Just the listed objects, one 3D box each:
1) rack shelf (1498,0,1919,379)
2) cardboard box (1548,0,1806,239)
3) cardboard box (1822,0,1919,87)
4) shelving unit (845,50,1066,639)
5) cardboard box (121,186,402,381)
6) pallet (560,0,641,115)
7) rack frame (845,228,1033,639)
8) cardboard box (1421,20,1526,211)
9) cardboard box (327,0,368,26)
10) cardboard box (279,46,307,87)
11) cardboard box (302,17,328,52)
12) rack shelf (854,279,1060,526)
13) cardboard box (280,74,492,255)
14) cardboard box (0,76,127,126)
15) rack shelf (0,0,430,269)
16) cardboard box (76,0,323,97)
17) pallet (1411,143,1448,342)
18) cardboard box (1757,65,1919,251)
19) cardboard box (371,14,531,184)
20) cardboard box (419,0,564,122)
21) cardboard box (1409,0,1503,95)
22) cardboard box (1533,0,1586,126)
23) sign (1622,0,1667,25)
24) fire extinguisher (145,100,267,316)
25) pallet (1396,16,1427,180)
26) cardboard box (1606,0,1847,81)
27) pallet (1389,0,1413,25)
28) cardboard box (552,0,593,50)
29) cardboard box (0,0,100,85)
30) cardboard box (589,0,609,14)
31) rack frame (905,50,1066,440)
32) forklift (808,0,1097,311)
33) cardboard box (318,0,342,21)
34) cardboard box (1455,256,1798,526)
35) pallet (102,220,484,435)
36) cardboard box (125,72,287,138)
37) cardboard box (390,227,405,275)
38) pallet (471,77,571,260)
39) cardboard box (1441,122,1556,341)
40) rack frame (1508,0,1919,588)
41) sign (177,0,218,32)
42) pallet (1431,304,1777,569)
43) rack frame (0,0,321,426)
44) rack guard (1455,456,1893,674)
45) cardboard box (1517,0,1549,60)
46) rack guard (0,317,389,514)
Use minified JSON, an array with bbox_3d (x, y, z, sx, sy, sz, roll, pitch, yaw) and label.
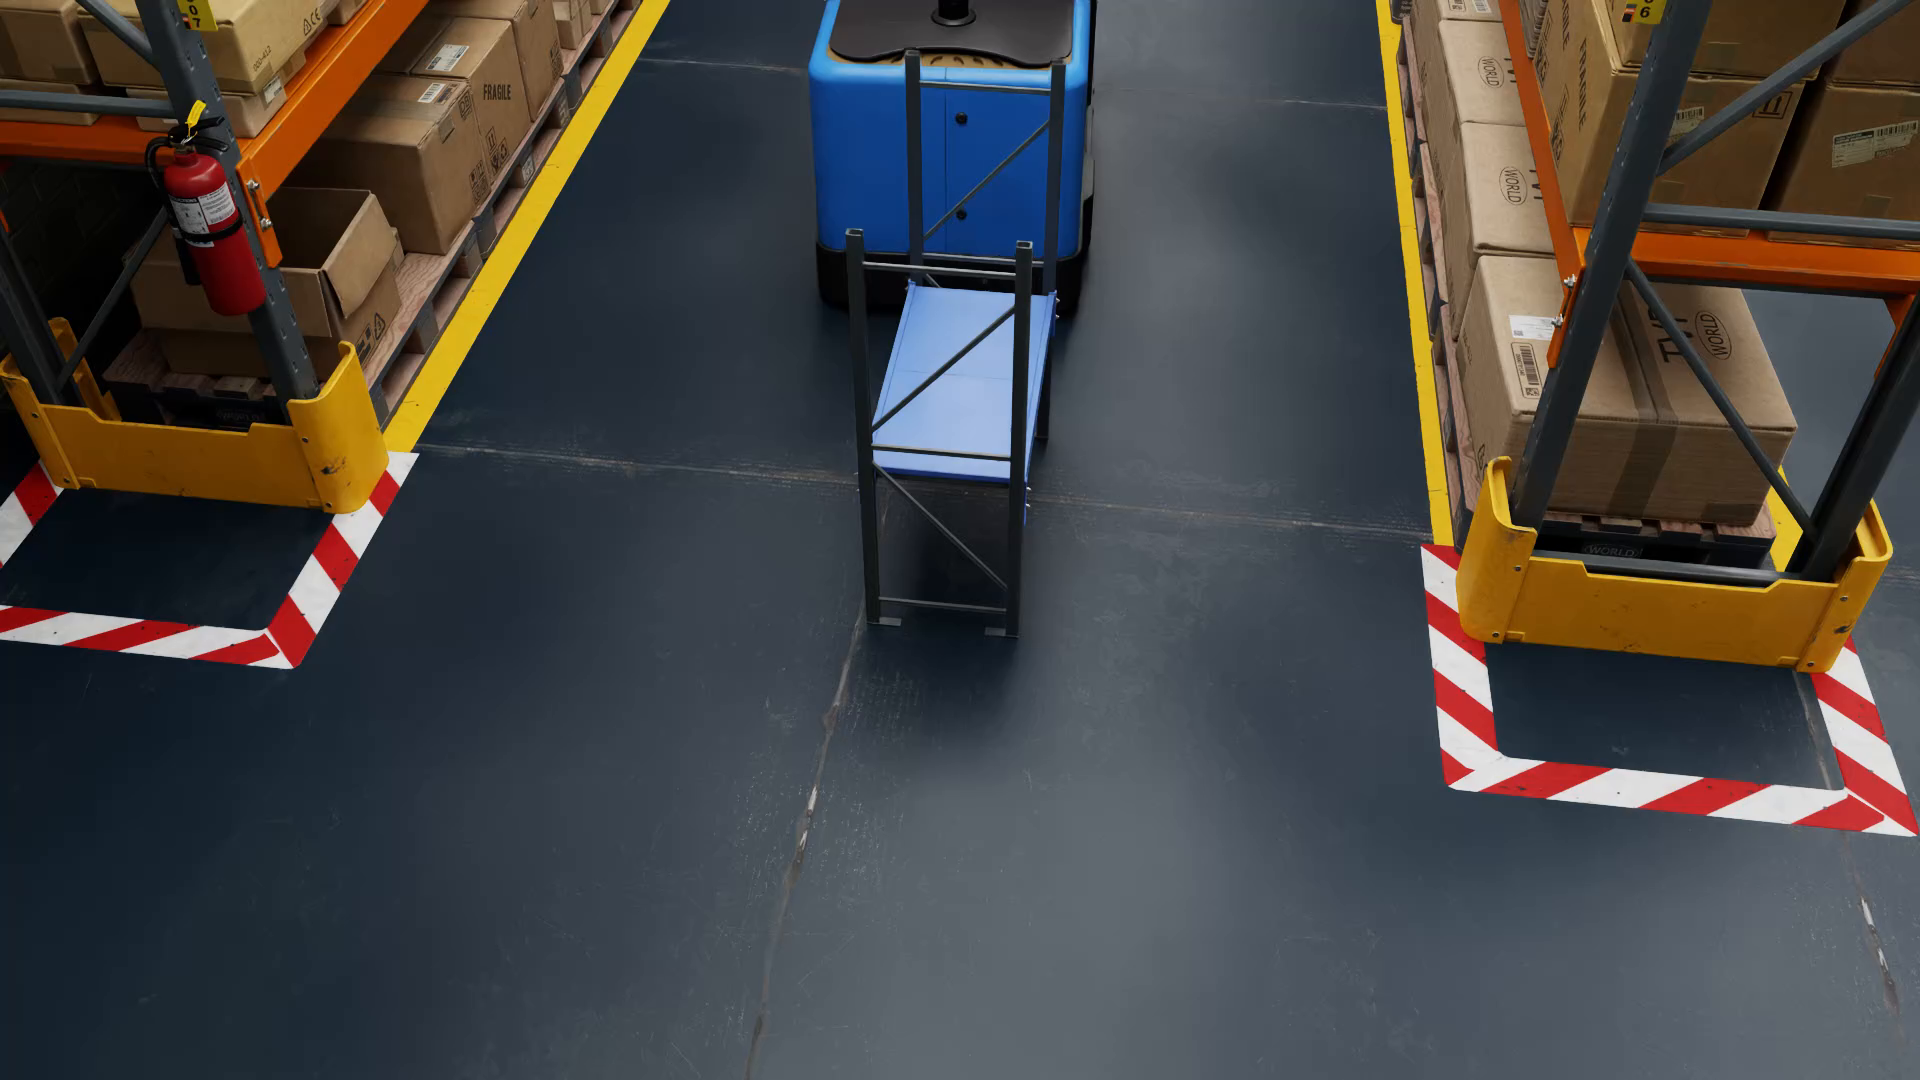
[{"bbox_3d":[2.504,-1.946,6.147,1.077,0.370,4.000,5,44,6],"label":"rack shelf"},{"bbox_3d":[2.041,-1.234,4.799,0.500,0.500,0.500,5,44,6],"label":"cardboard box"},{"bbox_3d":[2.585,-1.545,4.400,0.500,0.500,0.500,4,44,5],"label":"cardboard box"},{"bbox_3d":[0.011,-0.603,5.296,0.538,1.500,1.048,5,44,6],"label":"shelving unit"},{"bbox_3d":[-2.506,-0.947,6.079,0.797,0.503,0.637,4,44,4],"label":"cardboard box"},{"bbox_3d":[-2.244,-2.539,8.278,1.003,0.211,1.213,5,44,6],"label":"pallet"},{"bbox_3d":[-0.056,-0.256,4.930,0.500,1.500,0.032,5,44,6],"label":"rack frame"},{"bbox_3d":[2.461,-1.764,6.990,0.875,0.438,0.875,4,44,4],"label":"cardboard box"},{"bbox_3d":[-2.283,-1.928,5.787,0.380,0.149,0.250,7,44,7],"label":"cardboard box"},{"bbox_3d":[-2.378,-1.579,5.418,0.380,0.149,0.250,6,44,7],"label":"cardboard box"},{"bbox_3d":[-2.377,-1.761,5.611,0.380,0.149,0.250,5,44,5],"label":"cardboard box"},{"bbox_3d":[0.011,-0.472,5.419,0.538,0.185,1.000,5,44,6],"label":"rack shelf"},{"bbox_3d":[-2.355,-1.525,6.692,0.700,0.500,0.500,7,44,7],"label":"cardboard box"},{"bbox_3d":[-2.903,-1.452,5.285,0.380,0.149,0.250,5,44,5],"label":"cardboard box"},{"bbox_3d":[-2.417,-2.395,6.621,1.077,0.370,4.000,5,44,6],"label":"rack shelf"},{"bbox_3d":[-2.354,-1.631,5.184,0.500,0.250,0.500,5,44,6],"label":"cardboard box"},{"bbox_3d":[2.432,-1.213,6.878,1.003,0.211,1.213,5,44,6],"label":"pallet"},{"bbox_3d":[2.588,-1.182,4.744,0.500,0.500,0.500,5,44,5],"label":"cardboard box"},{"bbox_3d":[-2.186,-1.876,7.063,0.500,0.500,0.500,6,44,6],"label":"cardboard box"},{"bbox_3d":[-2.217,-2.233,7.439,0.700,0.500,0.500,4,44,4],"label":"cardboard box"},{"bbox_3d":[2.579,-2.375,7.634,0.875,0.438,0.875,5,44,5],"label":"cardboard box"},{"bbox_3d":[2.122,-1.574,5.158,0.500,0.500,0.500,4,44,5],"label":"cardboard box"},{"bbox_3d":[1.704,-1.410,4.043,0.100,0.325,0.005,5,44,6],"label":"sign"},{"bbox_3d":[-2.242,-0.987,4.939,0.296,0.674,0.183,5,44,6],"label":"fire extinguisher"},{"bbox_3d":[2.590,-2.047,7.758,1.003,0.211,1.213,5,44,6],"label":"pallet"},{"bbox_3d":[2.067,-1.594,4.452,0.500,0.500,0.500,7,44,7],"label":"cardboard box"},{"bbox_3d":[2.796,-3.091,8.861,1.003,0.211,1.213,5,44,6],"label":"pallet"},{"bbox_3d":[-1.982,-2.529,7.923,0.396,0.266,0.258,7,44,7],"label":"cardboard box"},{"bbox_3d":[-2.883,-1.684,5.240,0.500,0.250,0.500,6,44,7],"label":"cardboard box"},{"bbox_3d":[-1.935,-2.730,8.220,0.380,0.149,0.250,4,44,4],"label":"cardboard box"},{"bbox_3d":[0.078,-0.949,5.662,0.500,1.500,0.032,5,44,6],"label":"rack frame"},{"bbox_3d":[0.058,-2.978,6.763,1.130,2.935,3.031,3,44,3],"label":"forklift"},{"bbox_3d":[-2.287,-1.975,5.547,0.500,0.250,0.500,6,44,6],"label":"cardboard box"},{"bbox_3d":[2.228,-0.526,5.681,0.875,0.438,0.875,4,44,4],"label":"cardboard box"},{"bbox_3d":[-2.566,-0.876,6.522,1.003,0.211,1.213,5,44,6],"label":"pallet"},{"bbox_3d":[-2.366,-1.401,5.231,0.380,0.149,0.250,5,44,5],"label":"cardboard box"},{"bbox_3d":[-2.411,-1.105,6.503,0.380,0.149,0.250,4,44,4],"label":"cardboard box"},{"bbox_3d":[-2.403,-1.705,7.397,1.003,0.211,1.213,5,44,6],"label":"pallet"},{"bbox_3d":[2.340,-1.150,6.341,0.875,0.438,0.875,6,44,7],"label":"cardboard box"},{"bbox_3d":[2.240,-0.845,4.460,1.000,3.000,0.127,5,44,6],"label":"rack frame"},{"bbox_3d":[-2.143,-1.558,4.584,0.100,0.325,0.005,5,44,6],"label":"sign"},{"bbox_3d":[2.268,-0.384,6.002,1.003,0.211,1.213,5,44,6],"label":"pallet"},{"bbox_3d":[-2.681,-1.293,4.934,1.000,3.000,0.127,5,44,6],"label":"rack frame"},{"bbox_3d":[2.236,0.079,5.302,1.175,0.500,0.348,5,44,6],"label":"rack guard"},{"bbox_3d":[2.181,-1.926,5.529,0.500,0.500,0.500,6,44,7],"label":"cardboard box"},{"bbox_3d":[-2.671,-0.437,5.848,1.175,0.500,0.348,5,44,6],"label":"rack guard"}]
